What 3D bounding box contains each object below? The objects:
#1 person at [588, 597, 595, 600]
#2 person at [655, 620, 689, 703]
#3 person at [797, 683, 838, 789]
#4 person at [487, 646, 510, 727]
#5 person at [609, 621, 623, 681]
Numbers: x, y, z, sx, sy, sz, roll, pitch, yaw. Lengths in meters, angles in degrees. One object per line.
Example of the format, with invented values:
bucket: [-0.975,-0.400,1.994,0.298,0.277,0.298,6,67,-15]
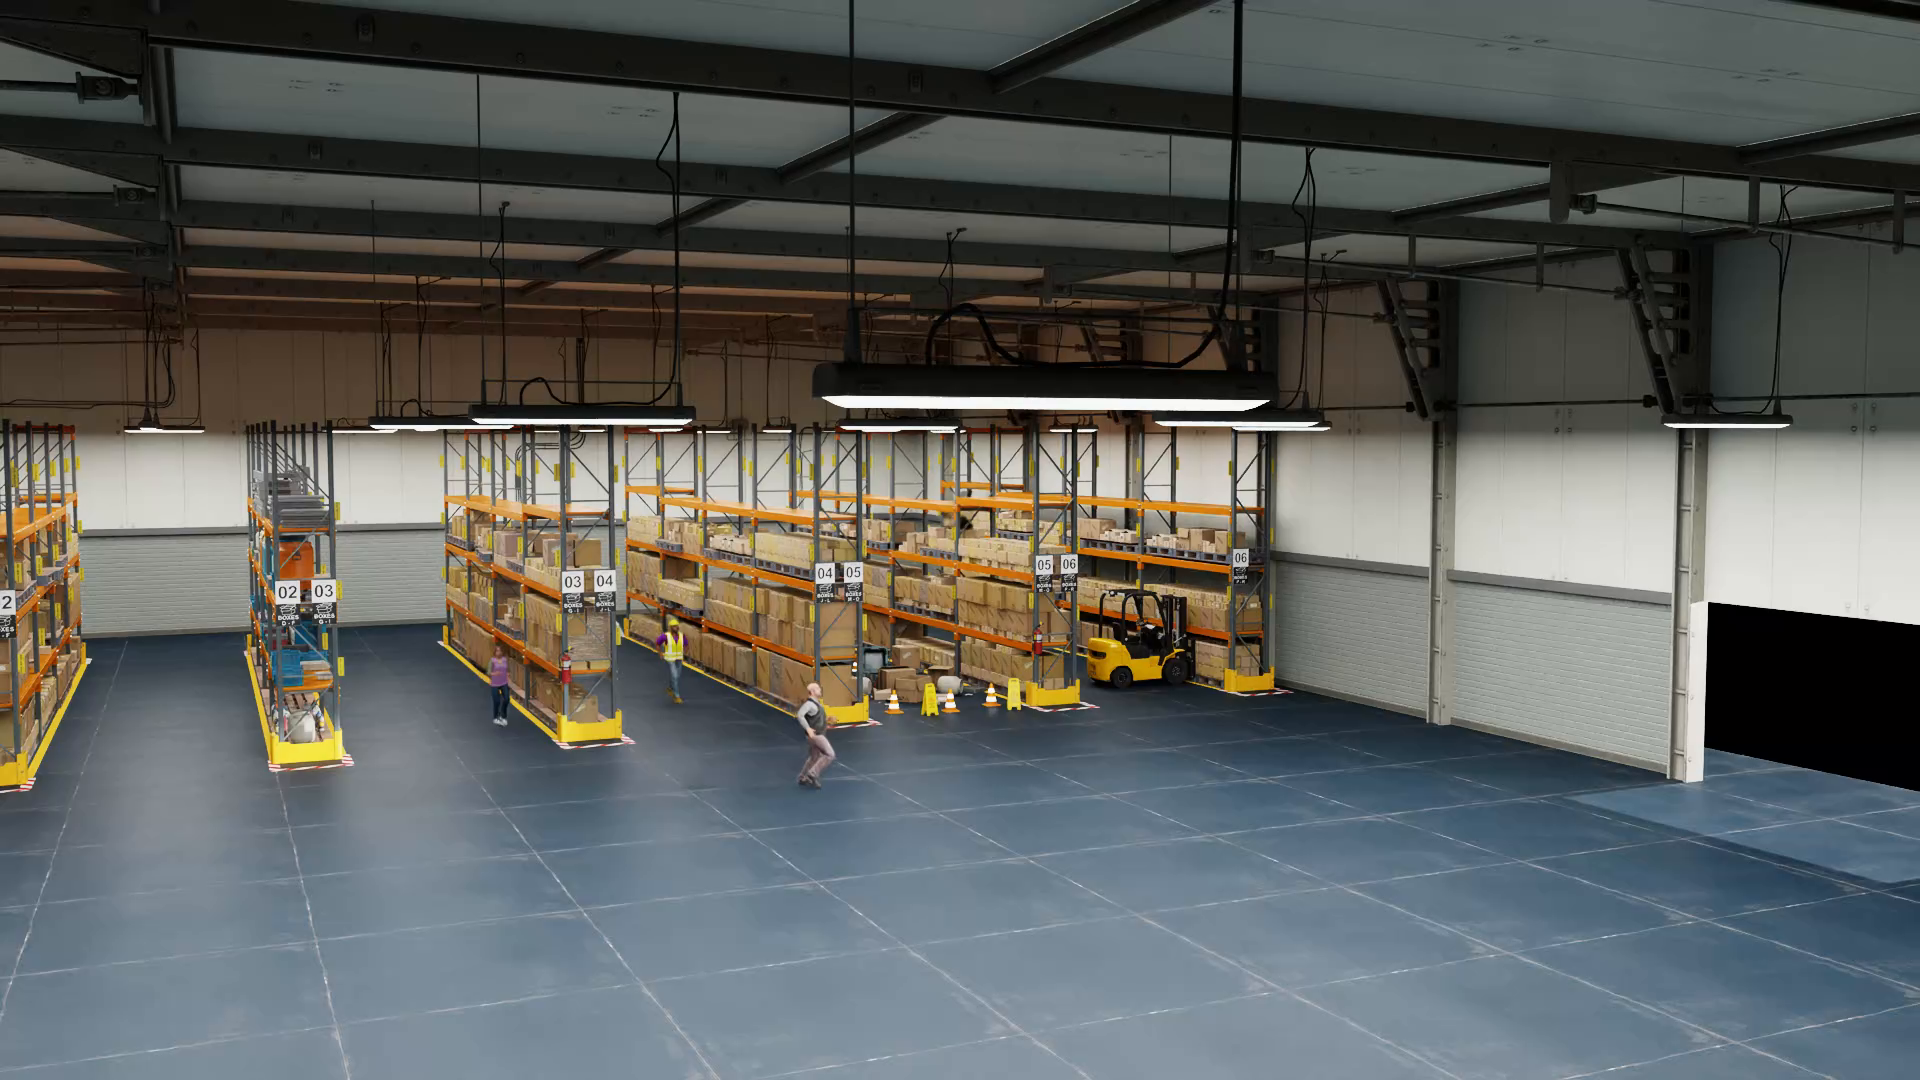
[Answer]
person: [-10.013,1.996,45.480,0.693,1.789,0.946,-1,4,-22]
person: [-6.159,2.586,35.797,0.718,1.760,0.900,-3,4,-36]
person: [-2.317,3.174,26.984,0.676,1.701,0.630,0,4,0]
person: [-9.046,2.880,32.706,0.517,1.608,0.639,-2,4,-31]
person: [-8.162,2.435,38.747,0.612,1.677,0.871,-2,4,-27]
